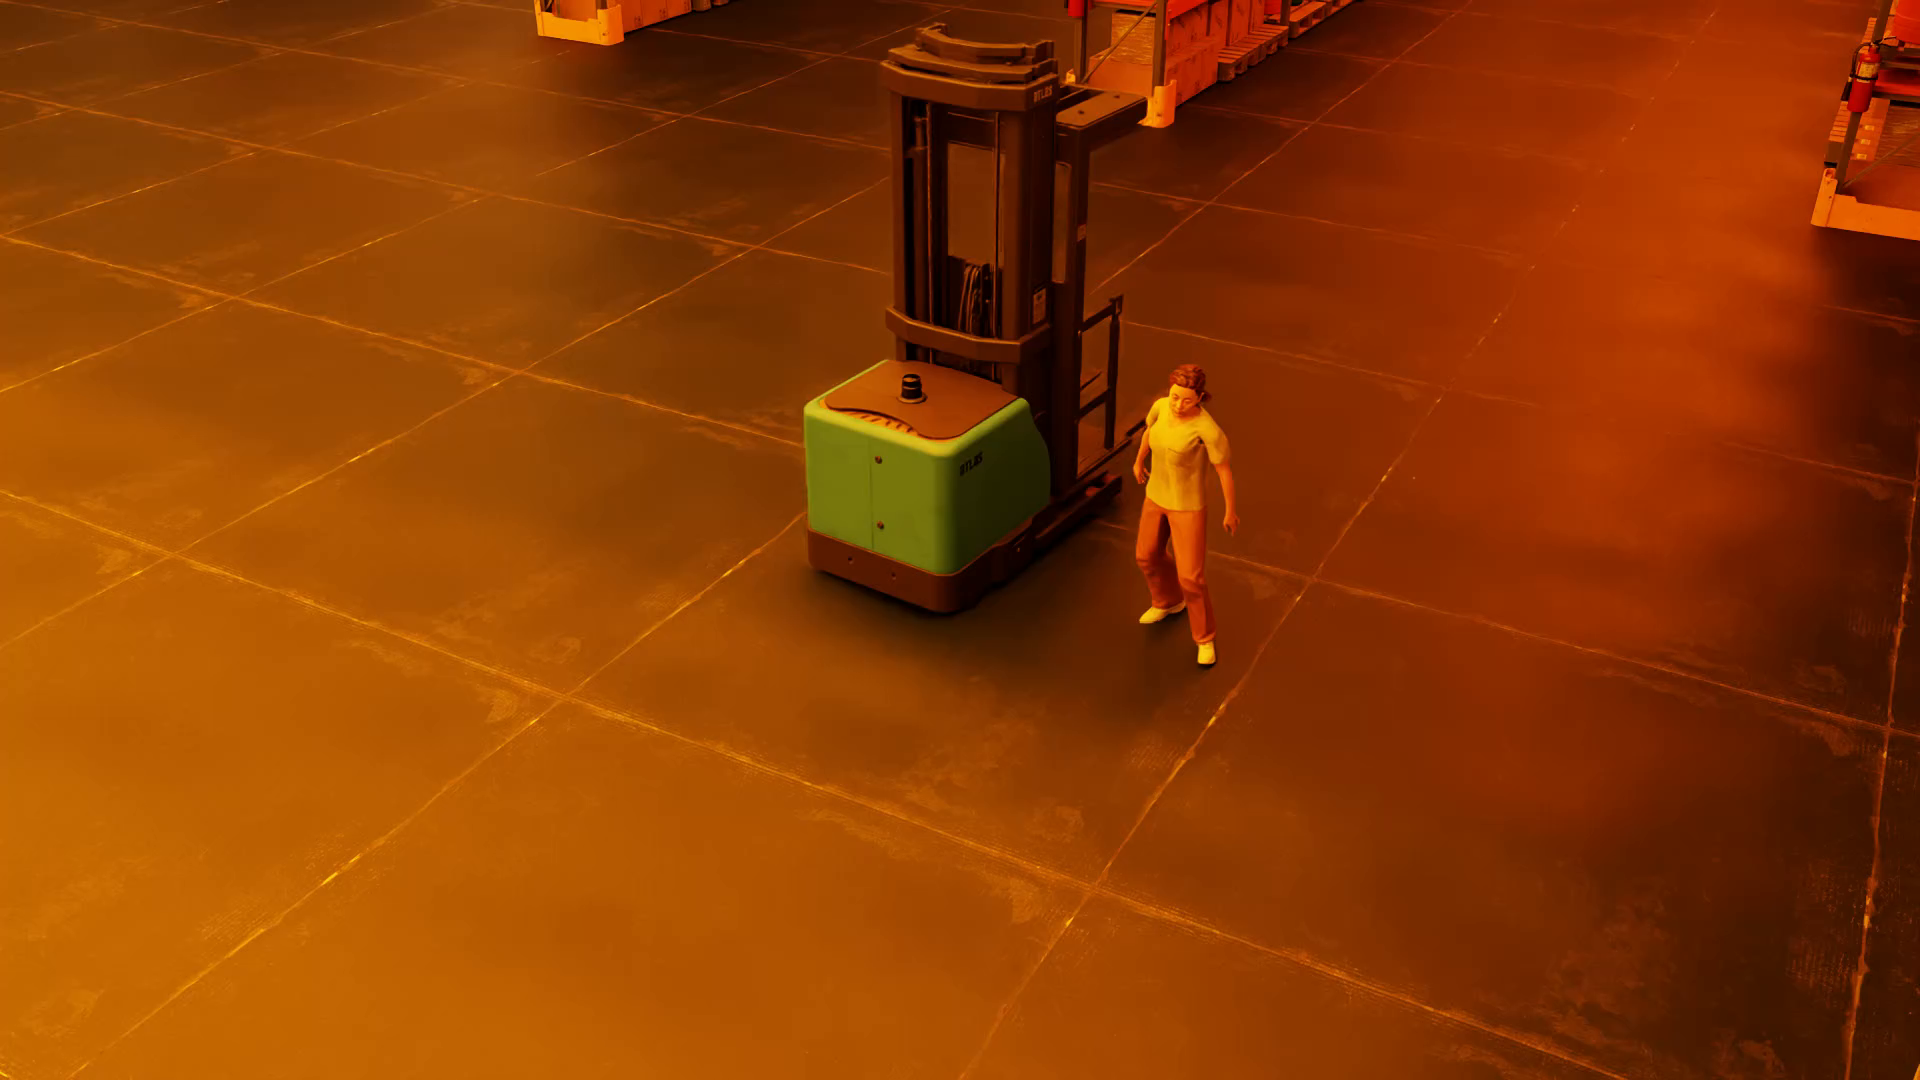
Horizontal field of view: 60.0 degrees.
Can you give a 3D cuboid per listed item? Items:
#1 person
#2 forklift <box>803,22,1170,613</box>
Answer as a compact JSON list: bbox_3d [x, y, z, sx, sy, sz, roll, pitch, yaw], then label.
[{"bbox_3d":[1.174,-0.207,8.761,0.410,1.646,0.795,-22,37,-33],"label":"person"},{"bbox_3d":[0.361,-1.556,9.767,1.130,2.935,3.031,19,35,29],"label":"forklift"}]
